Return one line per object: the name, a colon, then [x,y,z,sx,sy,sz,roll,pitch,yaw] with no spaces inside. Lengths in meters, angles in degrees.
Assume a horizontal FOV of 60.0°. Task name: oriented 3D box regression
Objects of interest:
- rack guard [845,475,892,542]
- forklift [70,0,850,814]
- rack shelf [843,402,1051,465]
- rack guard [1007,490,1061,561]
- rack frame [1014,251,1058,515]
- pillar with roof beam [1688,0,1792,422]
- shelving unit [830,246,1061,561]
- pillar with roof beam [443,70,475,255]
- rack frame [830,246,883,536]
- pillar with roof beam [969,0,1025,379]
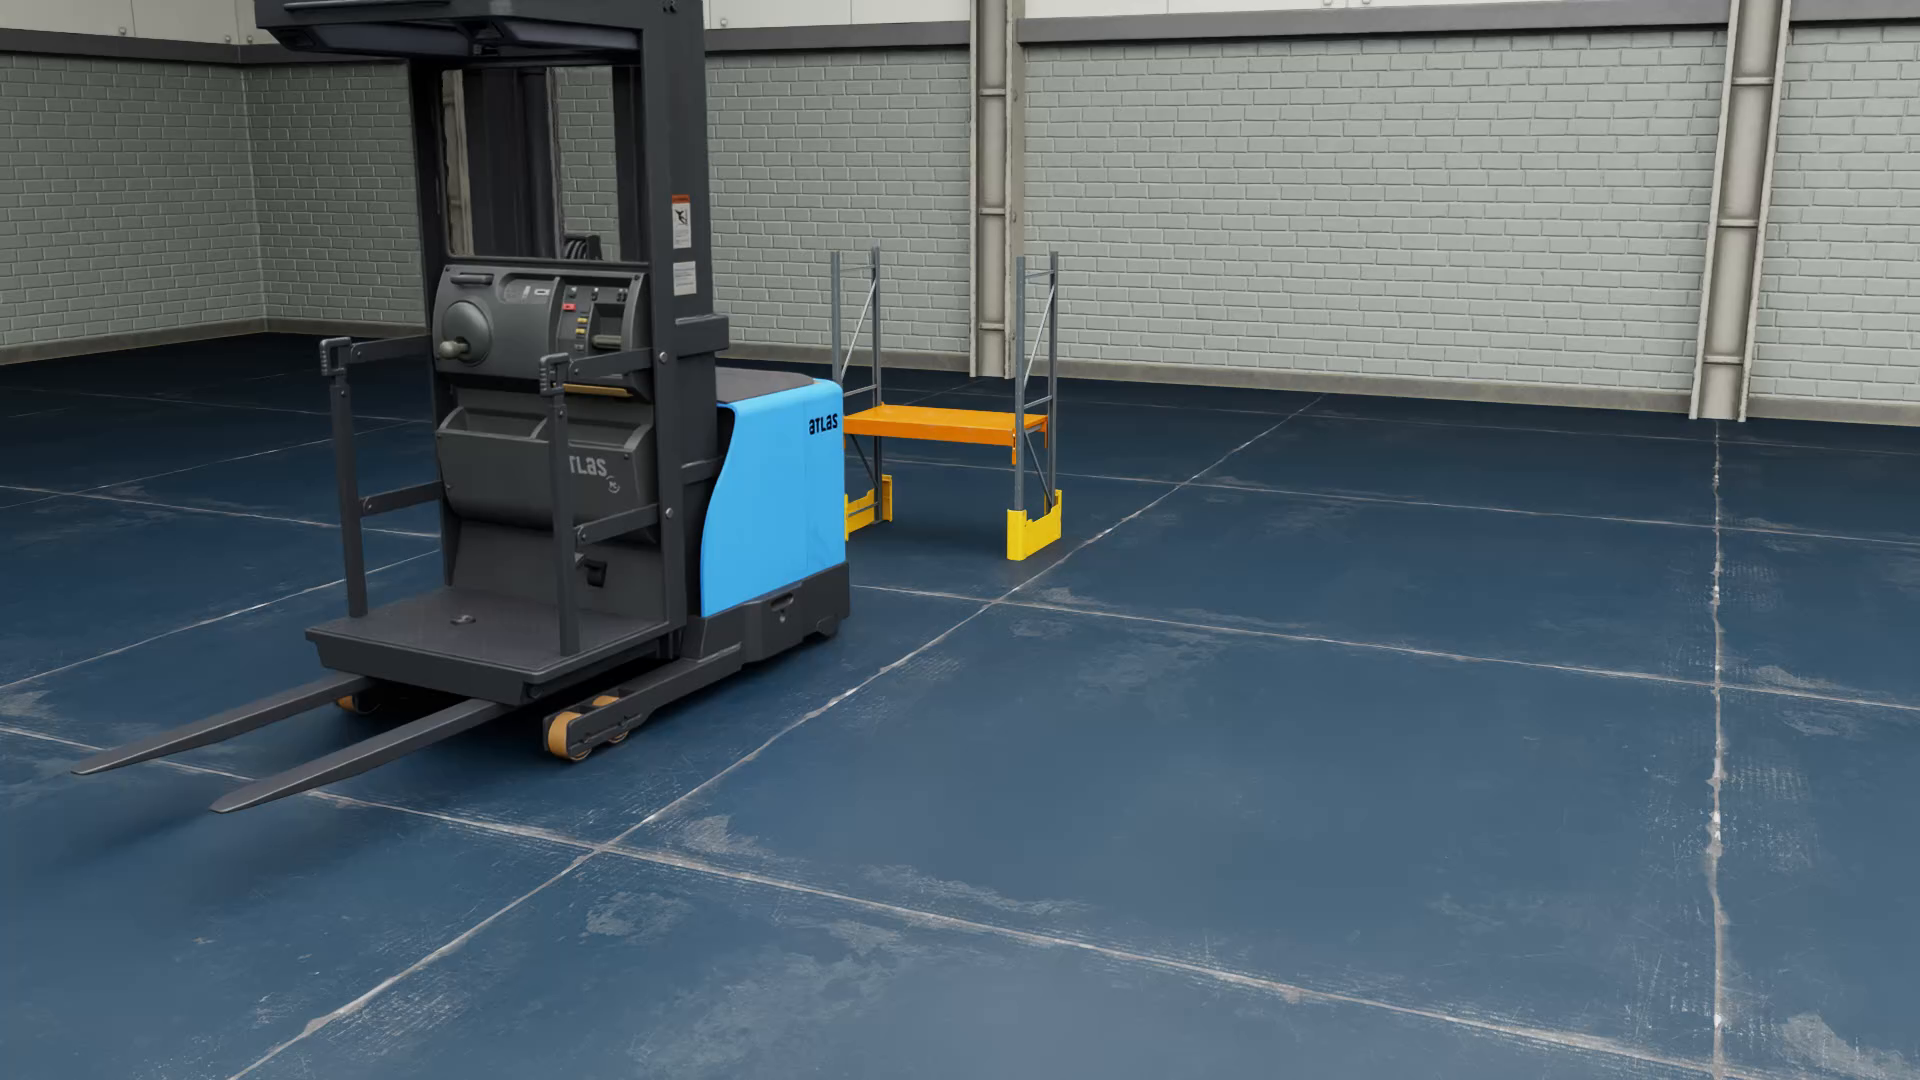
rack guard: [-0.525,-0.175,8.953,0.087,0.250,0.587,6,14,23]
forklift: [-1.610,-0.800,5.750,1.130,2.935,3.031,7,15,27]
rack shelf: [-0.078,-0.563,8.658,1.000,0.185,0.538,6,14,23]
rack guard: [0.386,-0.083,8.560,0.087,0.250,0.587,6,14,23]
rack frame: [0.387,-0.691,8.417,0.032,1.500,0.500,6,14,23]
pillar with roof beam: [4.069,-4.423,7.908,0.400,9.000,9.100,6,14,23]
shelving unit: [-0.070,-0.737,8.614,1.083,1.500,0.587,6,14,23]
pillar with roof beam: [-6.903,-5.534,12.640,0.400,9.000,9.100,6,14,23]
rack frame: [-0.543,-0.785,8.818,0.032,1.500,0.500,6,14,23]
pillar with roof beam: [-1.417,-4.979,10.274,0.400,9.000,9.100,6,14,23]
